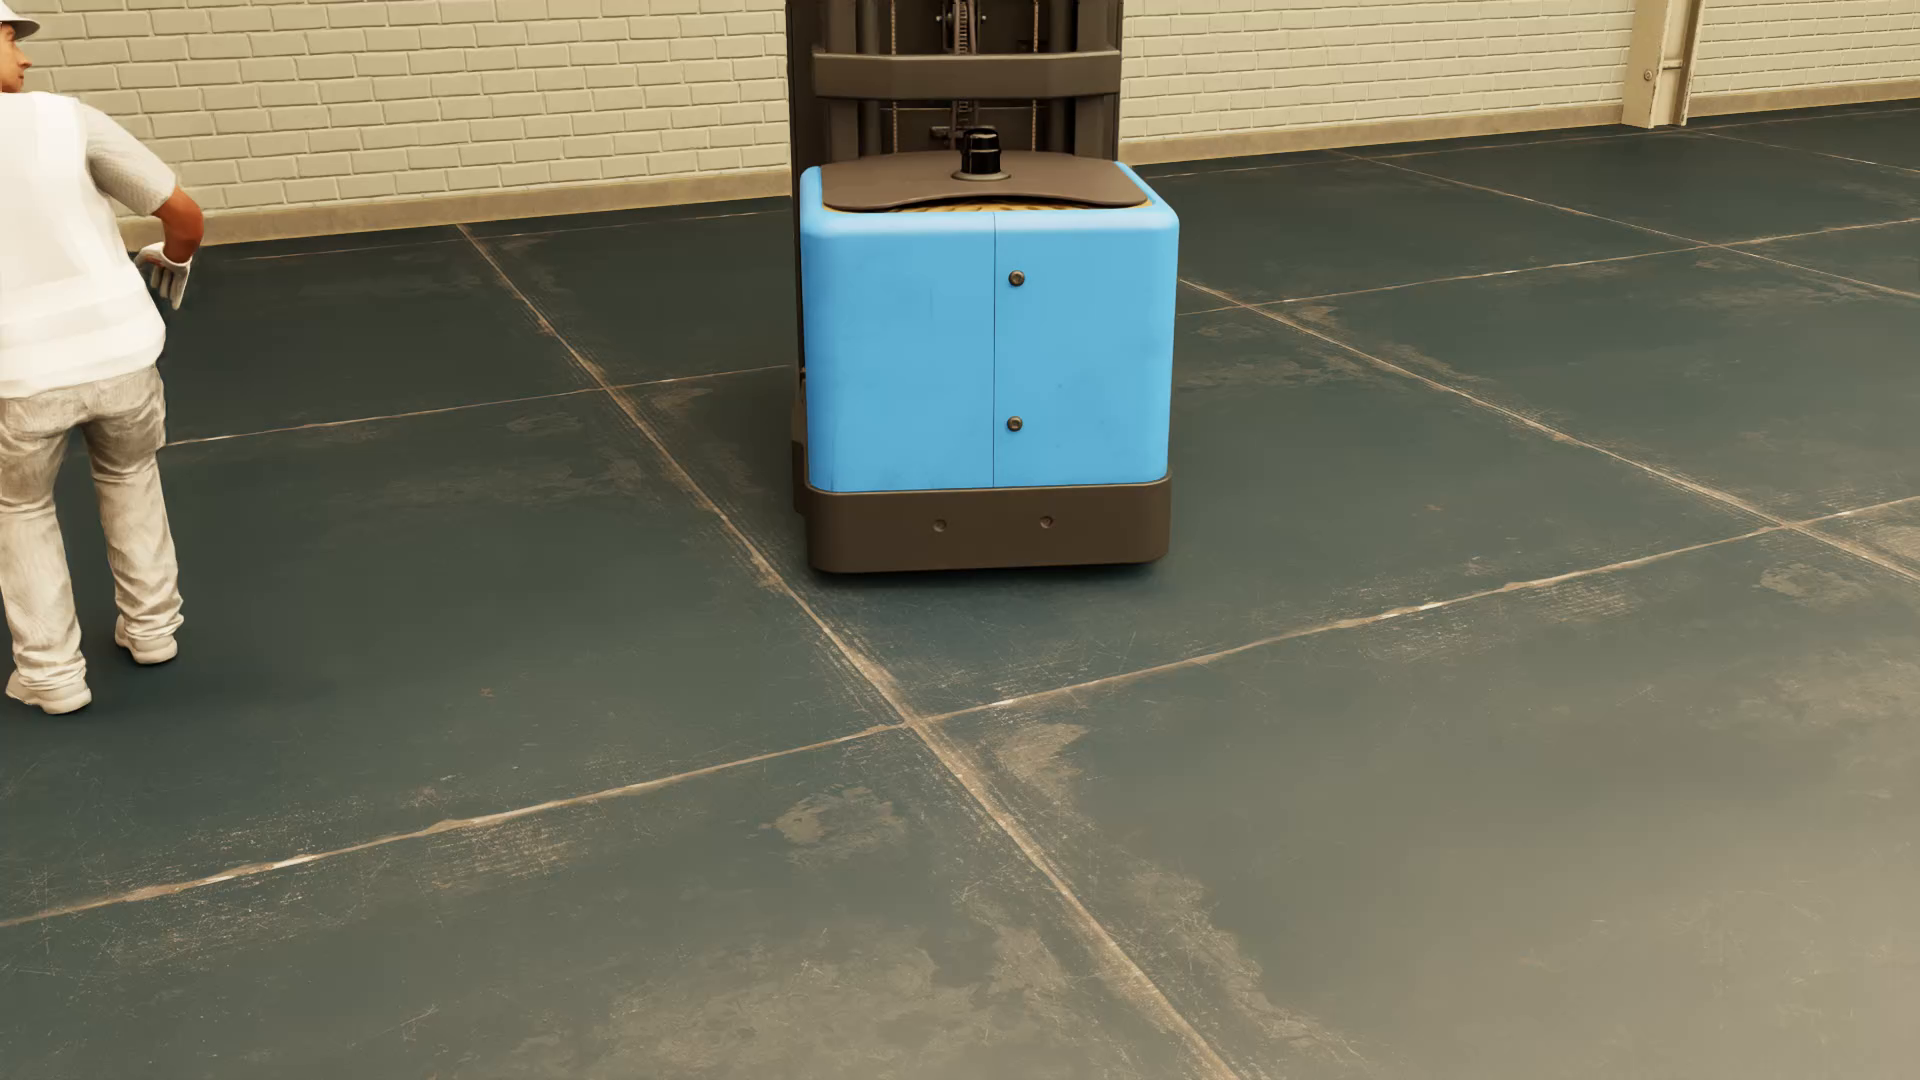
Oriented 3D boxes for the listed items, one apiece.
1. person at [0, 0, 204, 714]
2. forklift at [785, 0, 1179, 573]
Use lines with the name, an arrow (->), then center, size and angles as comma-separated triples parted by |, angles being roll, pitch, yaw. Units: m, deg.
person -> -2.218, -0.447, 3.998 | 0.809, 1.726, 0.624 | -13, 26, -28
forklift -> -0.041, -1.785, 5.584 | 1.130, 2.935, 3.031 | -2, 23, -5
